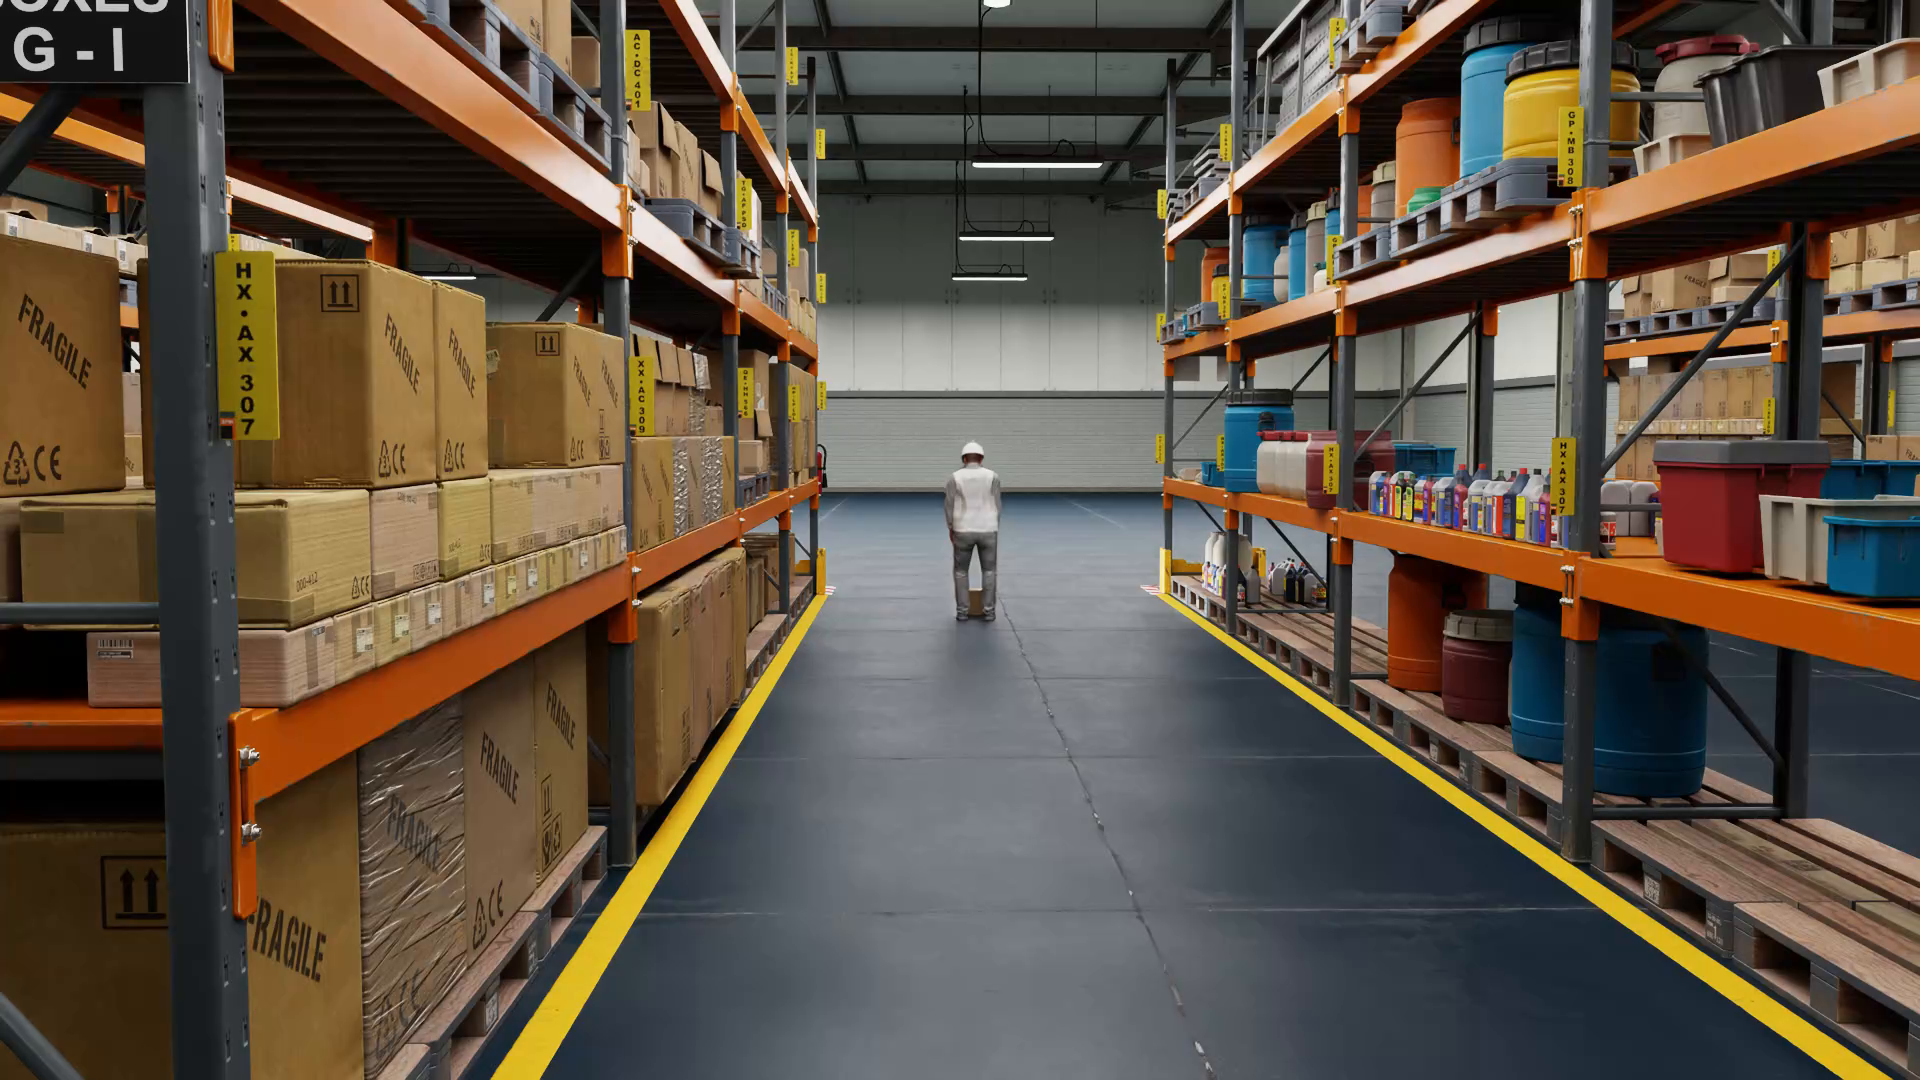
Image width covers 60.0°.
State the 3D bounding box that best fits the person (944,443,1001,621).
[{"bbox_3d":[0.125,-0.082,16.204,0.556,1.729,0.457,0,4,0],"label":"person"}]
